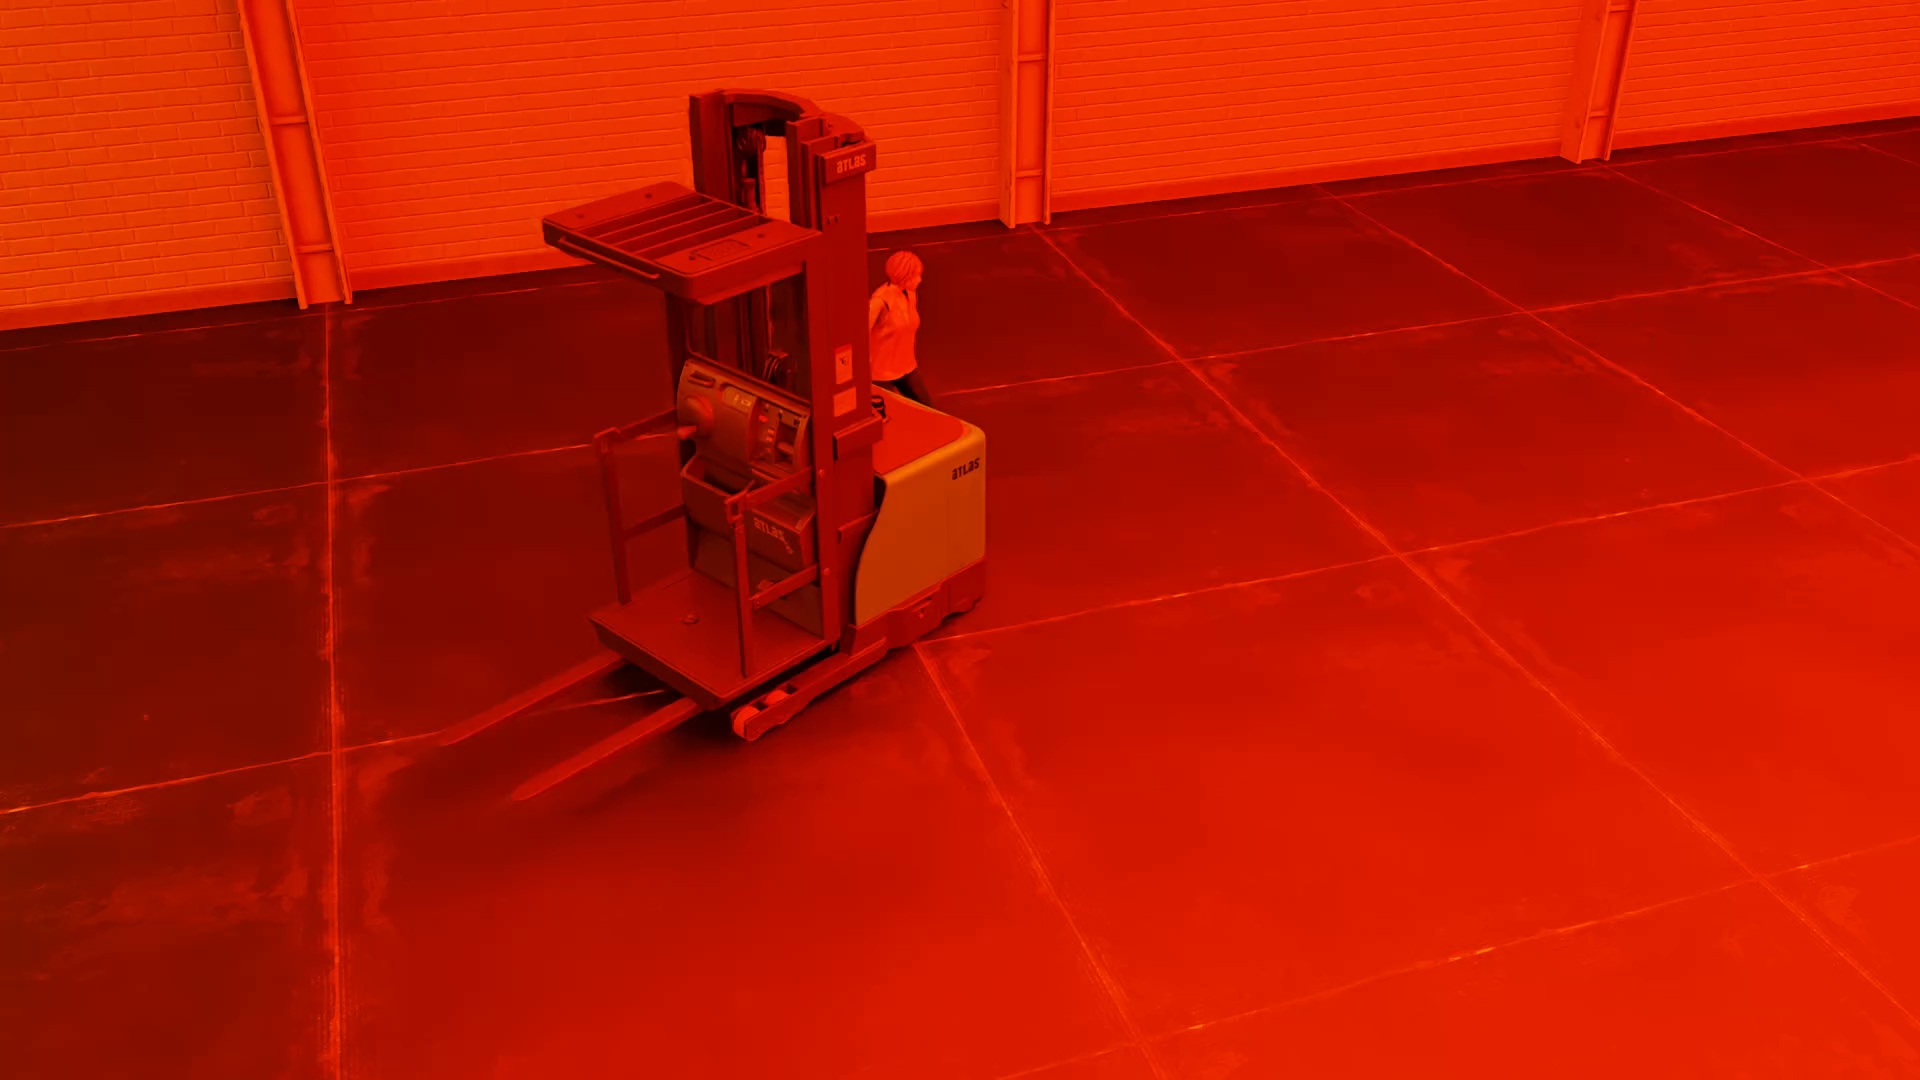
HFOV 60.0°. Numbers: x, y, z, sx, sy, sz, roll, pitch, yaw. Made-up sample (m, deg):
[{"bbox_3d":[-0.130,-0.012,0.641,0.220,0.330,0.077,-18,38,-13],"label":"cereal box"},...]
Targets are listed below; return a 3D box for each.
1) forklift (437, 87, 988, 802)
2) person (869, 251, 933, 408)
[{"bbox_3d":[-1.218,-0.558,8.057,1.130,2.935,3.031,25,38,36],"label":"forklift"},{"bbox_3d":[-0.427,-1.048,10.311,0.401,1.570,0.740,21,36,32],"label":"person"}]
